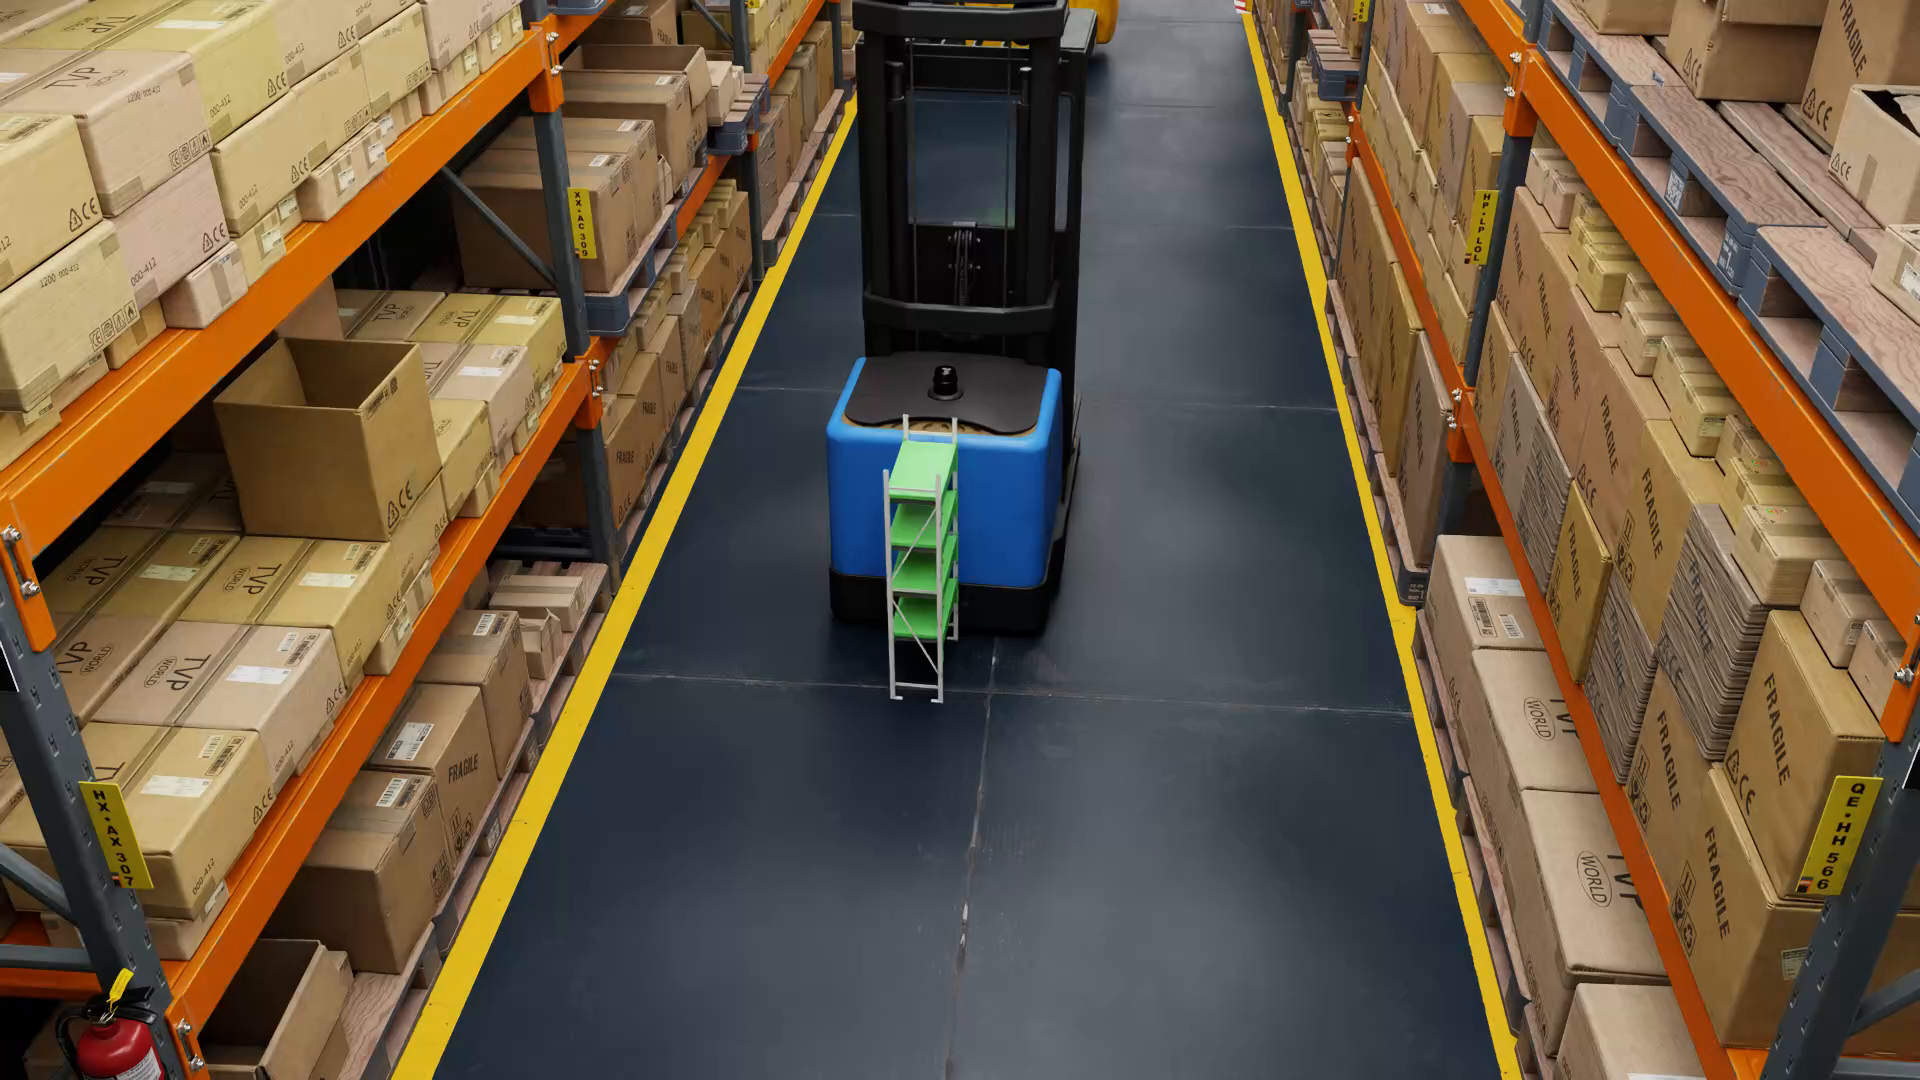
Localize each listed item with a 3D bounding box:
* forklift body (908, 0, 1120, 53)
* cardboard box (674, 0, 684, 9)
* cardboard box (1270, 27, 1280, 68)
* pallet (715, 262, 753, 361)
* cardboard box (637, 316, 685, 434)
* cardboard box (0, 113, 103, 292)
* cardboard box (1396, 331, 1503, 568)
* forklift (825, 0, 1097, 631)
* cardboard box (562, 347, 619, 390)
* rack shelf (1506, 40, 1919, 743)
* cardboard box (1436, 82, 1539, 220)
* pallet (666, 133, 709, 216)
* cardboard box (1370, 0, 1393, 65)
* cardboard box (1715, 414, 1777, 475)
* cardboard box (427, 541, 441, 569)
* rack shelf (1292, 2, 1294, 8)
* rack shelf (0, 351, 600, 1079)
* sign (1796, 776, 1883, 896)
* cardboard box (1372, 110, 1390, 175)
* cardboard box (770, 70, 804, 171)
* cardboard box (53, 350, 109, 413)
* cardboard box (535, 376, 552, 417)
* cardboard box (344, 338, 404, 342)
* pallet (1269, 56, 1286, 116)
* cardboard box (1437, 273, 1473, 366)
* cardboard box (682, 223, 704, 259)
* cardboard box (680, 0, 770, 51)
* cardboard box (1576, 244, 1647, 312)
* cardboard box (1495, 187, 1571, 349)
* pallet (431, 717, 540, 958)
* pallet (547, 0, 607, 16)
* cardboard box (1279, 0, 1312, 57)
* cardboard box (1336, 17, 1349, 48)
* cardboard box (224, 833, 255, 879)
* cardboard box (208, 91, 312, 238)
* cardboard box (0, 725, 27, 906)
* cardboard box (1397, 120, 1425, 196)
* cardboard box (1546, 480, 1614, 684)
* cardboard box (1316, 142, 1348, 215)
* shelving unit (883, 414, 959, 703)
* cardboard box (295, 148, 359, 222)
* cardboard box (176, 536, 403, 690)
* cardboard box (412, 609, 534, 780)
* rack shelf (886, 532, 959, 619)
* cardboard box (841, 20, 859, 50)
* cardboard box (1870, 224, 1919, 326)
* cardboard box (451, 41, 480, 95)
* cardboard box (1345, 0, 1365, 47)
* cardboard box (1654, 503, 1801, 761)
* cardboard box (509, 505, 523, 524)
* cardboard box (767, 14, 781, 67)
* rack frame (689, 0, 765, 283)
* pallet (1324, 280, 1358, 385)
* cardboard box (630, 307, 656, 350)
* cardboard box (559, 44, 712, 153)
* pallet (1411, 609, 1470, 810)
[{"bbox_3d":[0.430,-5.890,16.257,2.313,2.155,1.214,2,32,4],"label":"forklift body"},{"bbox_3d":[-2.060,-3.635,11.075,0.380,0.149,0.250,3,32,6],"label":"cardboard box"},{"bbox_3d":[3.202,-4.627,15.619,0.500,0.250,0.500,2,32,3],"label":"cardboard box"},{"bbox_3d":[-1.984,-1.561,11.082,1.003,0.211,1.213,2,32,4],"label":"pallet"},{"bbox_3d":[-1.869,-0.943,9.404,0.500,0.500,0.500,2,32,3],"label":"cardboard box"},{"bbox_3d":[-2.250,-0.728,3.596,0.500,0.250,0.500,2,32,3],"label":"cardboard box"},{"bbox_3d":[2.707,-0.437,8.226,0.875,0.875,0.875,3,32,6],"label":"cardboard box"},{"bbox_3d":[0.087,-1.571,8.506,1.130,2.935,3.031,4,32,7],"label":"forklift"},{"bbox_3d":[-1.943,-0.877,8.395,0.380,0.149,0.250,1,32,2],"label":"cardboard box"},{"bbox_3d":[2.574,-0.761,4.952,1.077,0.370,4.000,2,32,4],"label":"rack shelf"},{"bbox_3d":[2.558,-1.819,7.794,0.500,0.500,0.500,3,32,5],"label":"cardboard box"},{"bbox_3d":[-2.039,-2.038,9.382,1.003,0.211,1.213,2,32,4],"label":"pallet"},{"bbox_3d":[2.778,-3.148,9.951,0.500,0.500,0.500,1,32,2],"label":"cardboard box"},{"bbox_3d":[2.328,-0.221,4.582,0.380,0.149,0.250,2,32,4],"label":"cardboard box"},{"bbox_3d":[-2.128,0.045,6.058,0.380,0.149,0.250,2,32,4],"label":"cardboard box"},{"bbox_3d":[3.551,-5.758,15.921,1.077,0.370,4.000,2,32,4],"label":"rack shelf"},{"bbox_3d":[-2.374,0.306,6.079,1.077,0.370,4.000,2,32,4],"label":"rack shelf"},{"bbox_3d":[1.871,0.632,3.536,0.100,0.325,0.005,2,32,4],"label":"sign"},{"bbox_3d":[2.748,-2.349,9.846,0.500,0.250,0.500,2,32,3],"label":"cardboard box"},{"bbox_3d":[-1.721,-3.325,13.149,0.875,0.625,0.625,1,32,2],"label":"cardboard box"},{"bbox_3d":[-2.284,-0.419,3.951,0.380,0.149,0.250,3,32,5],"label":"cardboard box"},{"bbox_3d":[-1.985,-0.624,7.143,0.380,0.149,0.250,3,32,5],"label":"cardboard box"},{"bbox_3d":[-2.554,-0.599,6.722,0.500,0.250,0.500,2,32,4],"label":"cardboard box"},{"bbox_3d":[3.407,-4.184,15.339,1.003,0.211,1.213,2,32,4],"label":"pallet"},{"bbox_3d":[2.522,-1.017,7.684,0.500,0.250,0.500,2,32,3],"label":"cardboard box"},{"bbox_3d":[-1.796,-1.843,10.246,0.380,0.149,0.250,3,32,5],"label":"cardboard box"},{"bbox_3d":[-1.581,-3.507,11.248,0.500,0.250,0.500,2,32,4],"label":"cardboard box"},{"bbox_3d":[2.337,-0.891,5.670,0.380,0.149,0.250,2,32,3],"label":"cardboard box"},{"bbox_3d":[2.456,-1.065,6.571,0.500,0.500,0.500,3,32,4],"label":"cardboard box"},{"bbox_3d":[-2.364,1.140,6.699,1.003,0.211,1.213,2,32,4],"label":"pallet"},{"bbox_3d":[-2.088,-2.581,7.399,1.213,0.211,1.003,2,32,4],"label":"pallet"},{"bbox_3d":[3.169,-4.667,14.970,0.500,0.500,0.500,2,32,3],"label":"cardboard box"},{"bbox_3d":[2.780,-3.457,11.340,0.380,0.149,0.250,2,32,4],"label":"cardboard box"},{"bbox_3d":[-2.262,0.858,4.739,0.380,0.149,0.250,3,32,5],"label":"cardboard box"},{"bbox_3d":[-2.153,-1.048,4.592,0.500,0.250,0.500,2,32,3],"label":"cardboard box"},{"bbox_3d":[-2.764,0.731,4.564,0.500,0.250,0.500,3,32,5],"label":"cardboard box"},{"bbox_3d":[2.624,-2.027,8.846,0.500,0.250,0.500,3,32,5],"label":"cardboard box"},{"bbox_3d":[2.304,0.148,5.555,0.500,0.500,0.500,3,32,5],"label":"cardboard box"},{"bbox_3d":[3.170,-2.669,12.325,0.950,0.372,0.625,2,32,3],"label":"cardboard box"},{"bbox_3d":[-0.164,0.093,7.445,0.258,1.200,0.503,4,33,7],"label":"shelving unit"},{"bbox_3d":[-2.057,-1.078,5.021,0.380,0.149,0.250,3,32,4],"label":"cardboard box"},{"bbox_3d":[-2.152,0.229,5.379,0.500,0.250,0.500,2,32,3],"label":"cardboard box"},{"bbox_3d":[-2.199,0.627,6.855,0.700,0.500,0.500,1,32,2],"label":"cardboard box"},{"bbox_3d":[-0.164,0.147,7.479,0.258,0.148,0.480,4,33,7],"label":"rack shelf"},{"bbox_3d":[-1.212,-4.690,15.245,0.500,0.250,0.500,2,32,4],"label":"cardboard box"},{"bbox_3d":[2.312,-0.597,3.745,0.380,0.149,0.250,0,32,0],"label":"cardboard box"},{"bbox_3d":[-1.999,-1.747,6.106,0.380,0.149,0.250,3,32,6],"label":"cardboard box"},{"bbox_3d":[2.822,-3.525,10.831,0.500,0.500,0.500,2,32,3],"label":"cardboard box"},{"bbox_3d":[2.226,0.251,4.435,0.500,0.500,0.500,3,32,4],"label":"cardboard box"},{"bbox_3d":[-2.466,-0.430,8.570,0.500,0.500,0.500,2,32,4],"label":"cardboard box"},{"bbox_3d":[-1.560,-3.558,11.807,0.500,0.250,0.500,2,32,3],"label":"cardboard box"},{"bbox_3d":[-1.885,-3.137,10.982,1.000,3.000,0.127,2,32,4],"label":"rack frame"},{"bbox_3d":[2.923,-1.331,10.709,1.003,0.211,1.213,2,32,4],"label":"pallet"},{"bbox_3d":[-1.895,-1.168,9.151,0.380,0.149,0.250,2,32,4],"label":"cardboard box"},{"bbox_3d":[-1.834,-2.499,9.447,0.797,0.503,0.637,2,32,3],"label":"cardboard box"},{"bbox_3d":[2.597,0.746,7.339,1.003,0.211,1.213,2,32,4],"label":"pallet"}]
